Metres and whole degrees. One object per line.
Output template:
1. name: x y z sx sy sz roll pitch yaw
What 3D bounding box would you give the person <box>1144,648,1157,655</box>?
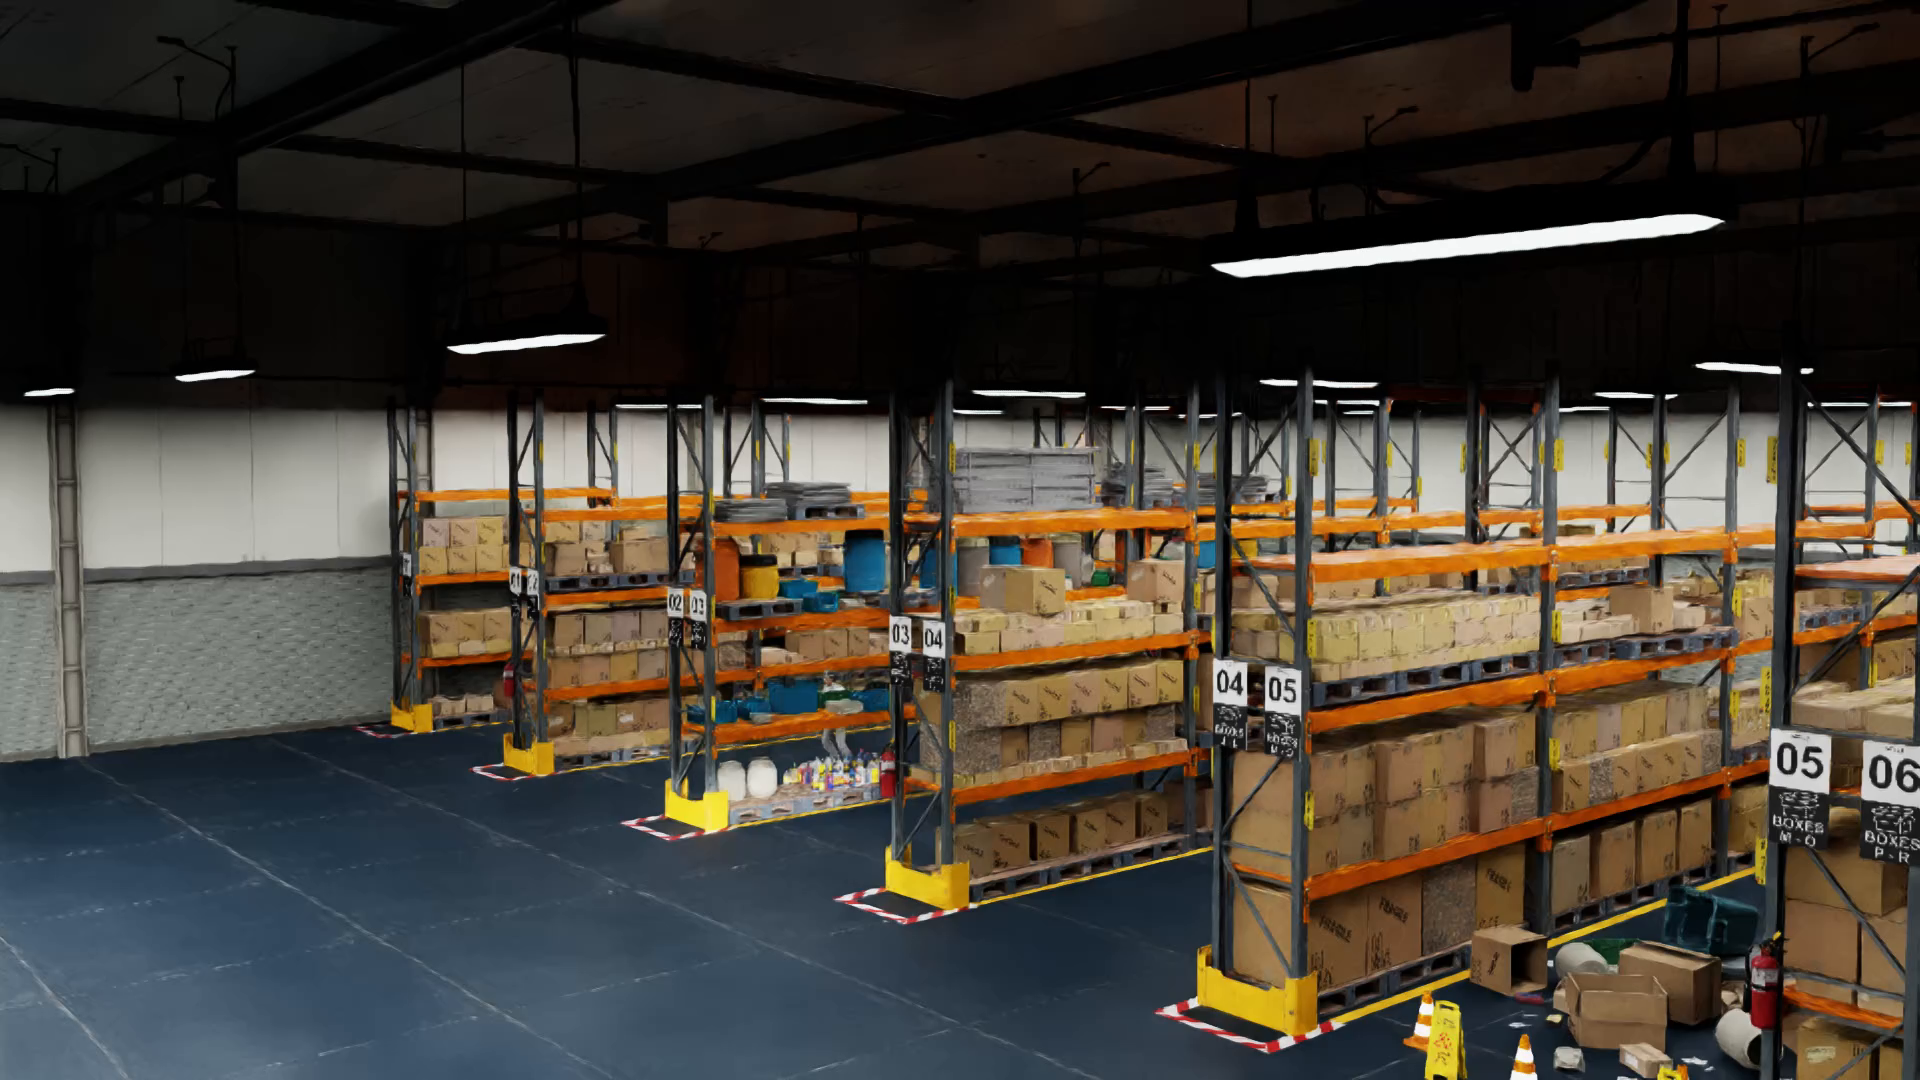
1. person: 3.778 2.339 33.476 1.033 1.733 0.567 -3 4 -42

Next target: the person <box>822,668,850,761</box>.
1. person: -1.966 2.821 26.295 0.512 1.632 0.639 -3 5 -42
